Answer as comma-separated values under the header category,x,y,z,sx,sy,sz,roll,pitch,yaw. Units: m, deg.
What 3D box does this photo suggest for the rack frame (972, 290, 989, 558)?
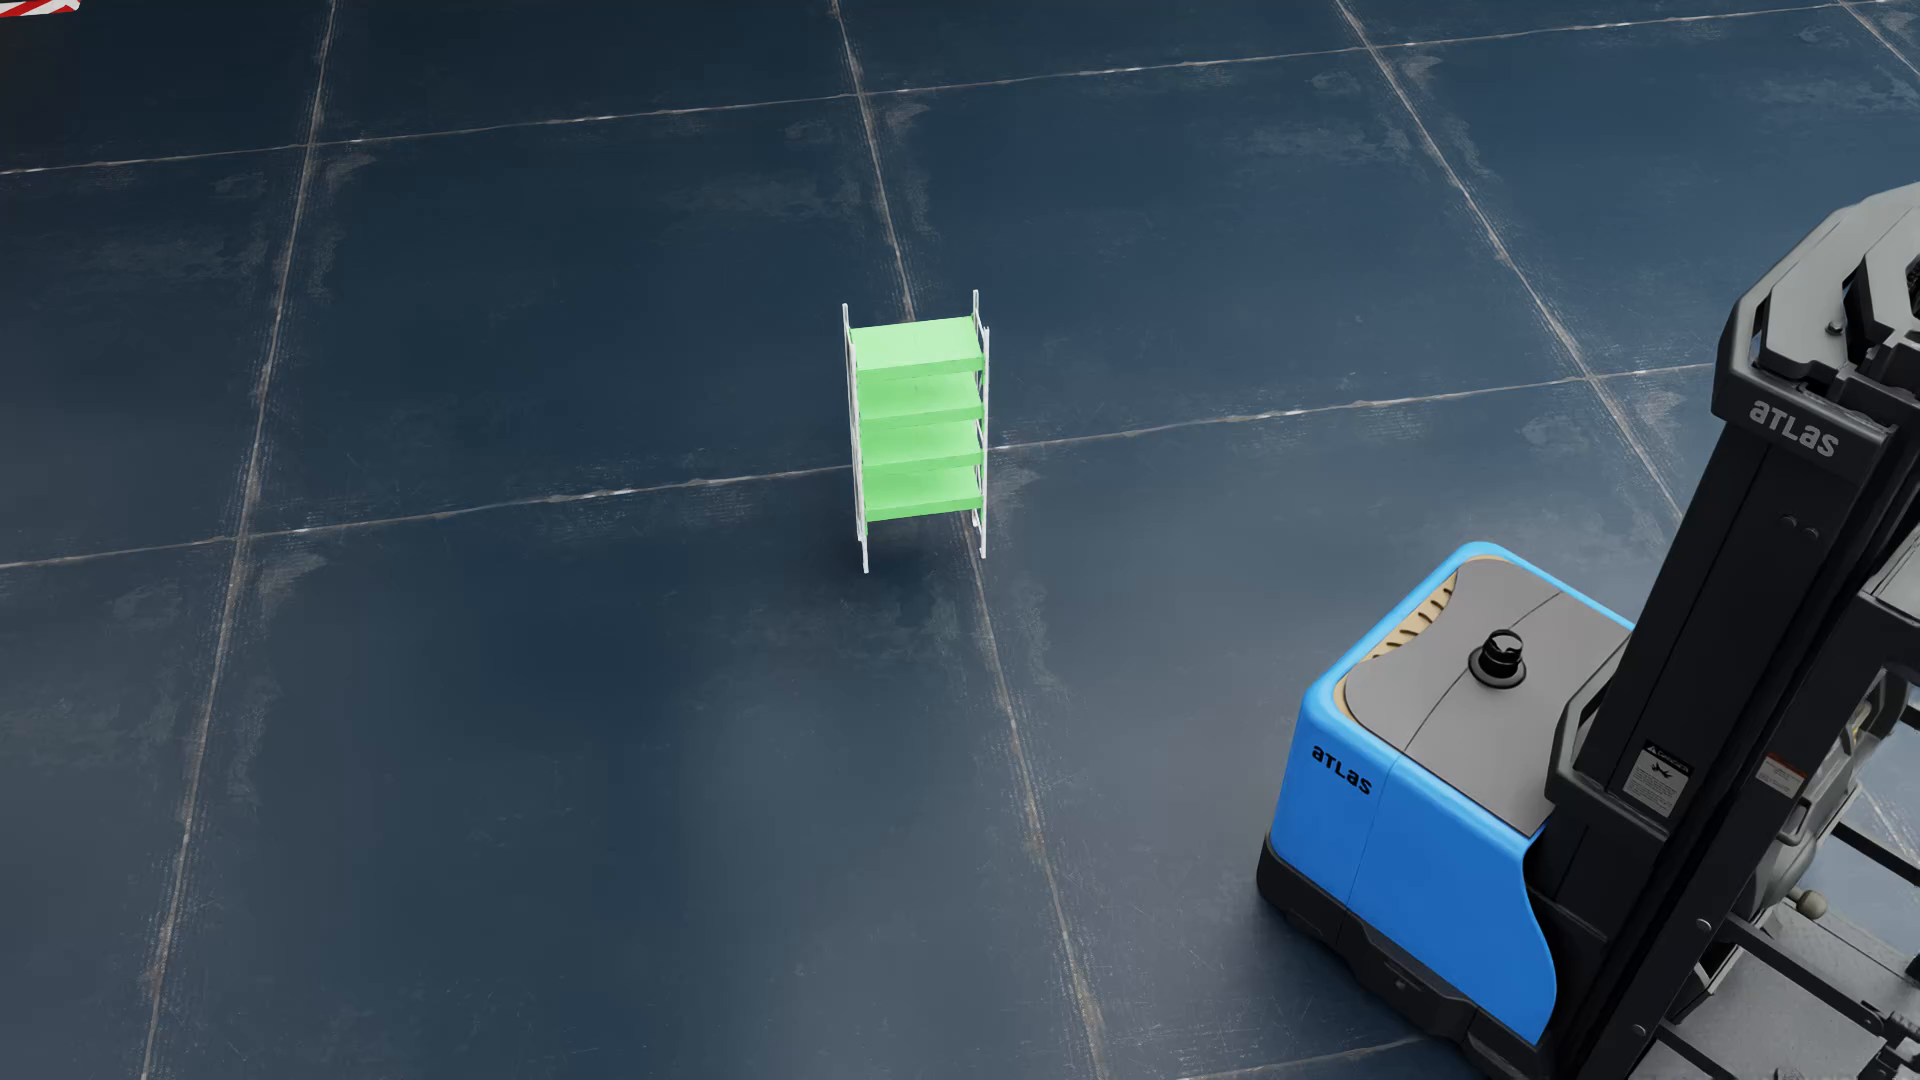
category,x,y,z,sx,sy,sz,roll,pitch,yaw
rack frame,0.077,-0.426,6.520,0.015,1.200,0.240,-7,46,-7

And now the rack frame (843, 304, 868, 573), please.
category,x,y,z,sx,sy,sz,roll,pitch,yaw
rack frame,-0.404,-0.366,6.463,0.015,1.200,0.240,-7,46,-7

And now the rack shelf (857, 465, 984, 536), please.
category,x,y,z,sx,sy,sz,roll,pitch,yaw
rack shelf,-0.163,-0.185,6.710,0.480,0.148,0.258,-7,46,-7

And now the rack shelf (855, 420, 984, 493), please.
category,x,y,z,sx,sy,sz,roll,pitch,yaw
rack shelf,-0.163,-0.352,6.538,0.480,0.148,0.258,-7,46,-7

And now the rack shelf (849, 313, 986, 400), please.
category,x,y,z,sx,sy,sz,roll,pitch,yaw
rack shelf,-0.163,-0.685,6.192,0.480,0.148,0.258,-7,46,-7

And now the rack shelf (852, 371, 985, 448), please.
category,x,y,z,sx,sy,sz,roll,pitch,yaw
rack shelf,-0.163,-0.518,6.365,0.480,0.148,0.258,-7,46,-7

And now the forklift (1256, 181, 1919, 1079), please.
category,x,y,z,sx,sy,sz,roll,pitch,yaw
forklift,2.422,0.699,4.235,3.031,2.935,1.130,35,56,29

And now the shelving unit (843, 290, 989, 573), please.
category,x,y,z,sx,sy,sz,roll,pitch,yaw
shelving unit,-0.163,-0.396,6.491,0.503,1.200,0.258,-7,46,-7
